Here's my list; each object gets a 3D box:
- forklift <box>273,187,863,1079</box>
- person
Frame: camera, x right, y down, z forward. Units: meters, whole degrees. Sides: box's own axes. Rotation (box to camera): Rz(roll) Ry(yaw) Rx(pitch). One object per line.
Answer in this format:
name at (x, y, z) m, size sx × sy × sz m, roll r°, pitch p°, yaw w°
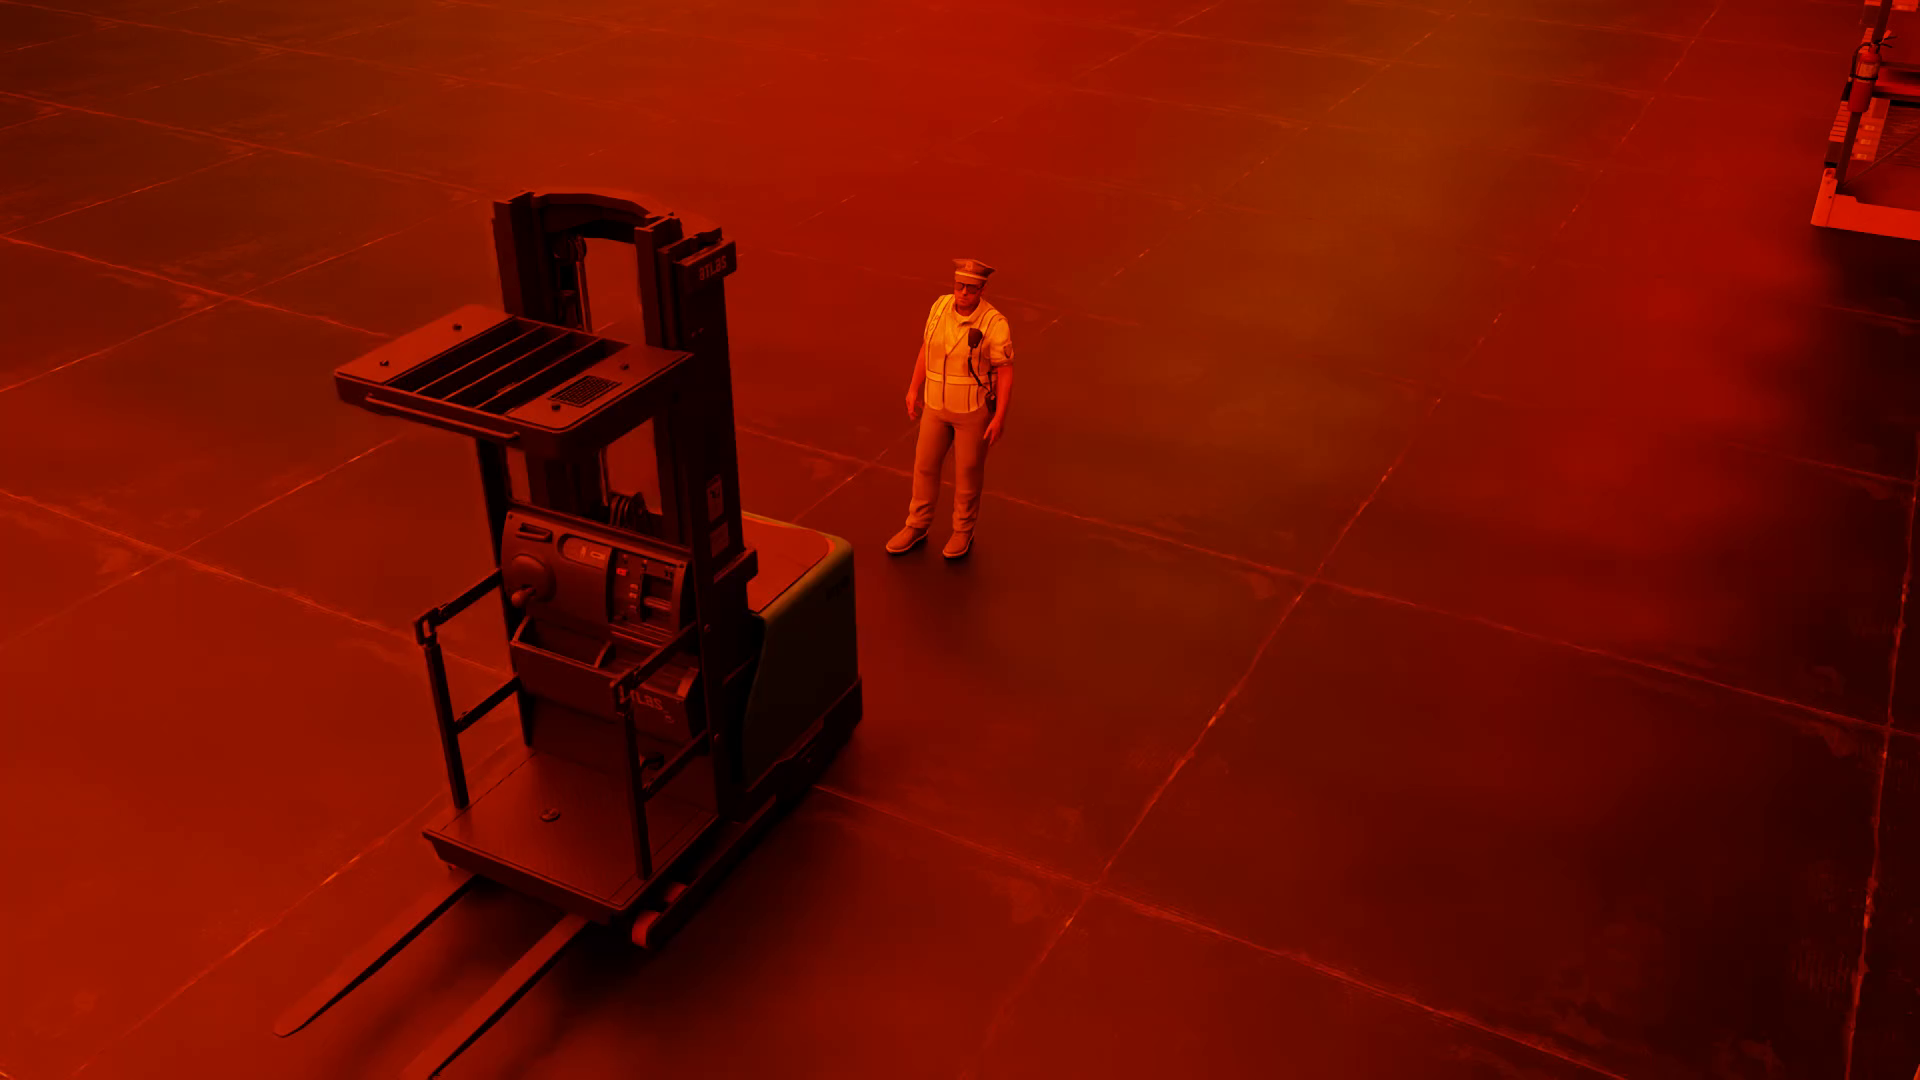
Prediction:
forklift at (-1.617, 0.200, 6.725) m, size 1.130 × 2.935 × 3.031 m, roll 15°, pitch 33°, yaw 24°
person at (-0.048, -0.747, 9.500) m, size 0.640 × 1.781 × 0.575 m, roll 15°, pitch 33°, yaw 25°
